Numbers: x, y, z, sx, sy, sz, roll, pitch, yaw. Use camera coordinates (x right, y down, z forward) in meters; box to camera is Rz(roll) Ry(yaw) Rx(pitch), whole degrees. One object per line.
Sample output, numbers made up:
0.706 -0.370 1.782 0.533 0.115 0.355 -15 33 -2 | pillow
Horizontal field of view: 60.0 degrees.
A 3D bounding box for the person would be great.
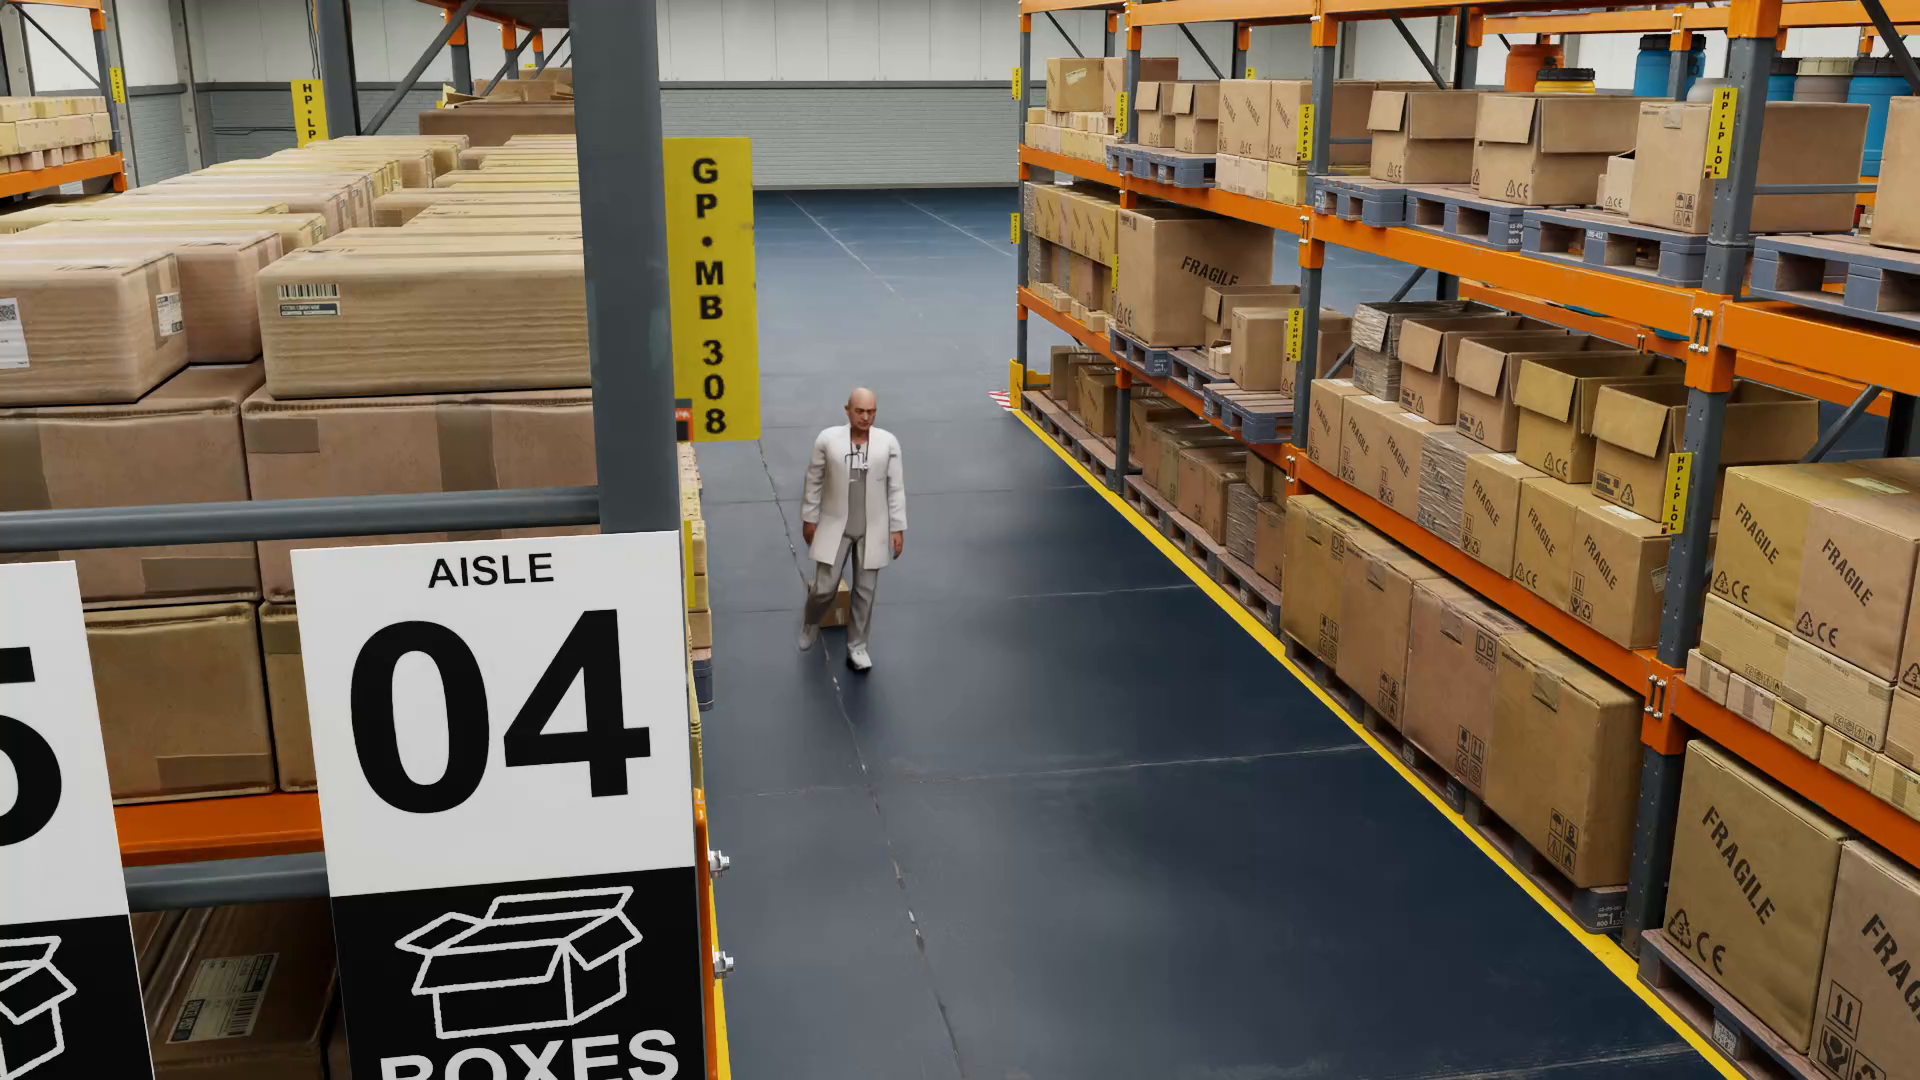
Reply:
-0.677 -0.085 10.342 0.677 1.771 0.594 -3 16 -10 | person
